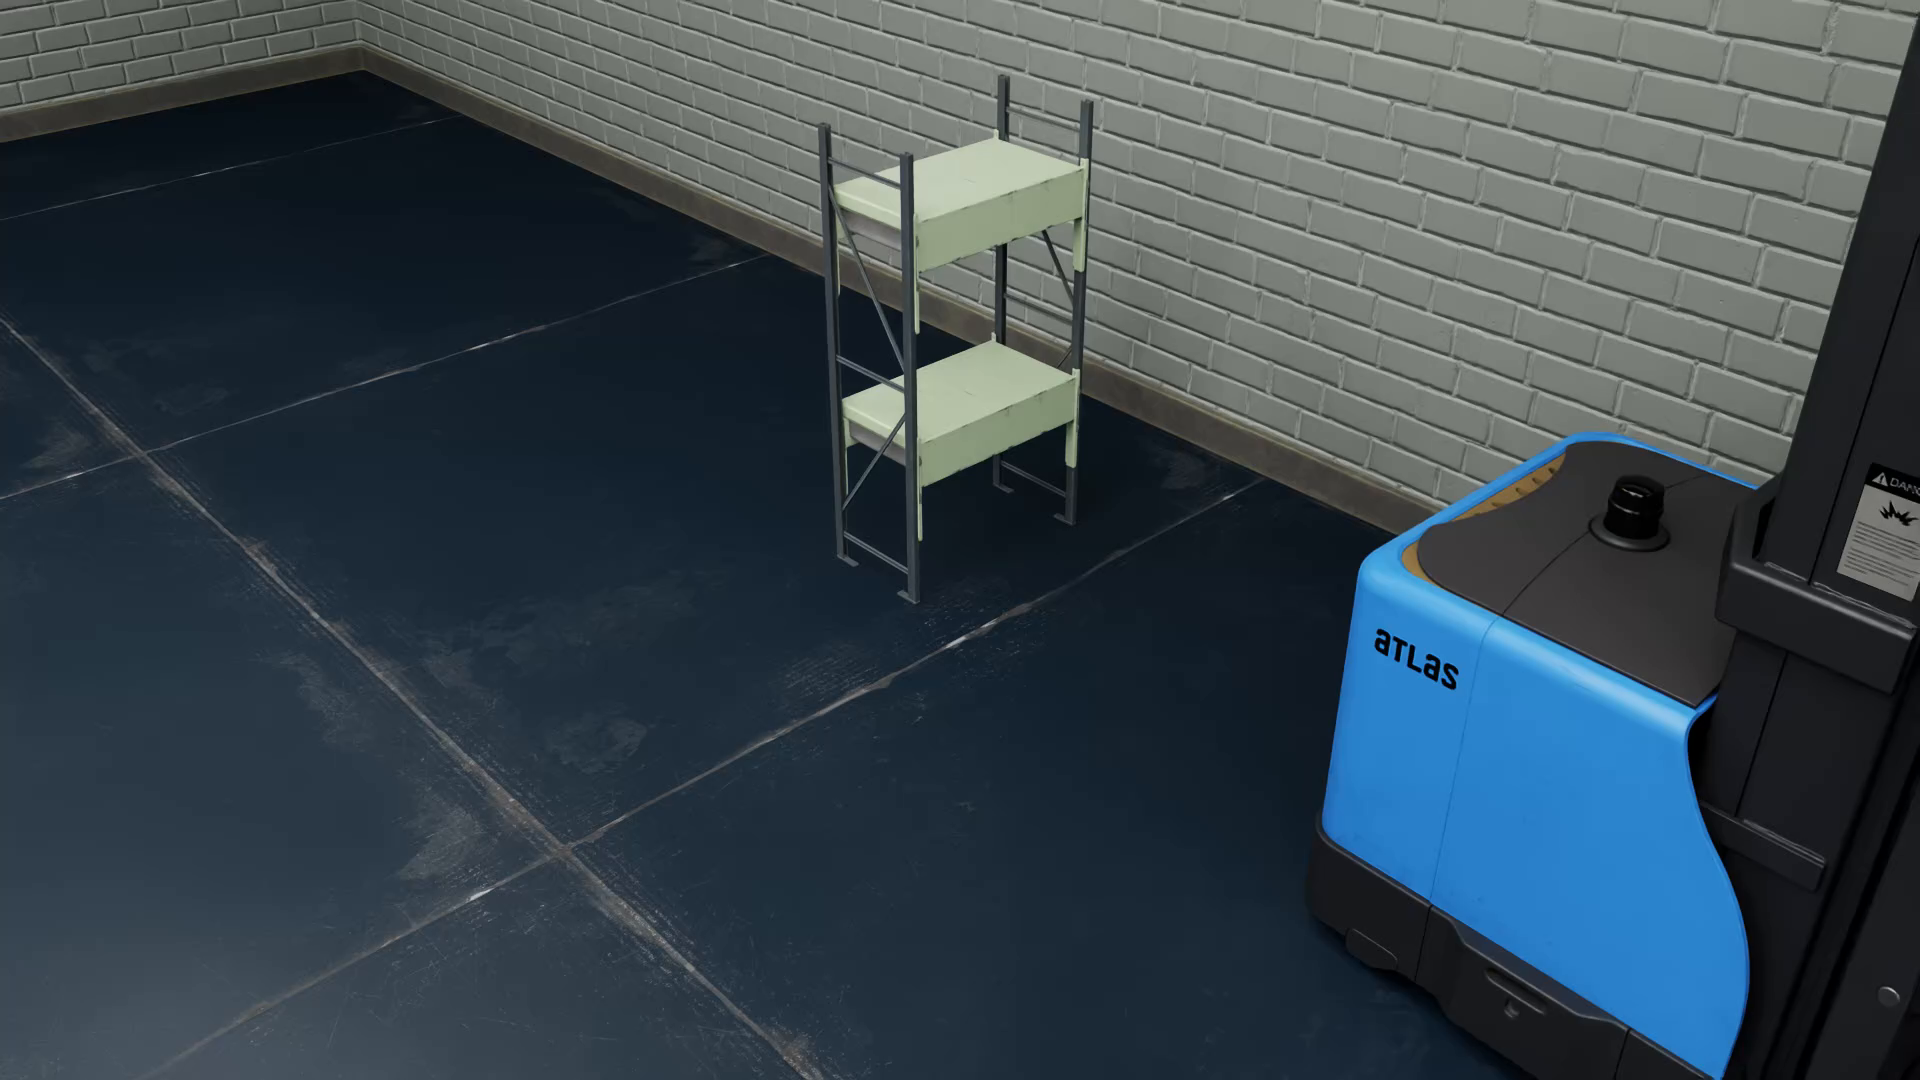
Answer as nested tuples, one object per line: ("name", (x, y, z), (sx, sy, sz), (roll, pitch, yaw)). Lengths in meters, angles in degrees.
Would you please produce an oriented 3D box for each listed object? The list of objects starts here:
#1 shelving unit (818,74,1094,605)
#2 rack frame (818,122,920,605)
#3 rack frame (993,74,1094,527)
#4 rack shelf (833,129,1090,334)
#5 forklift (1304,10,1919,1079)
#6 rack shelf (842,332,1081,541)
("shelving unit", (-0.005, -0.637, 5.355), (0.755, 1.500, 0.431), (-26, 40, -35))
("rack frame", (-0.273, -0.508, 5.143), (0.023, 1.500, 0.400), (-26, 40, -35))
("rack frame", (0.263, -0.767, 5.567), (0.023, 1.500, 0.400), (-26, 40, -35))
("rack shelf", (-0.005, -0.970, 5.151), (0.720, 0.370, 0.431), (-26, 40, -35))
("forklift", (2.218, 0.109, 2.763), (1.130, 2.935, 3.031), (-25, 39, -35))
("rack shelf", (-0.005, -0.359, 5.525), (0.720, 0.370, 0.431), (-26, 40, -35))
